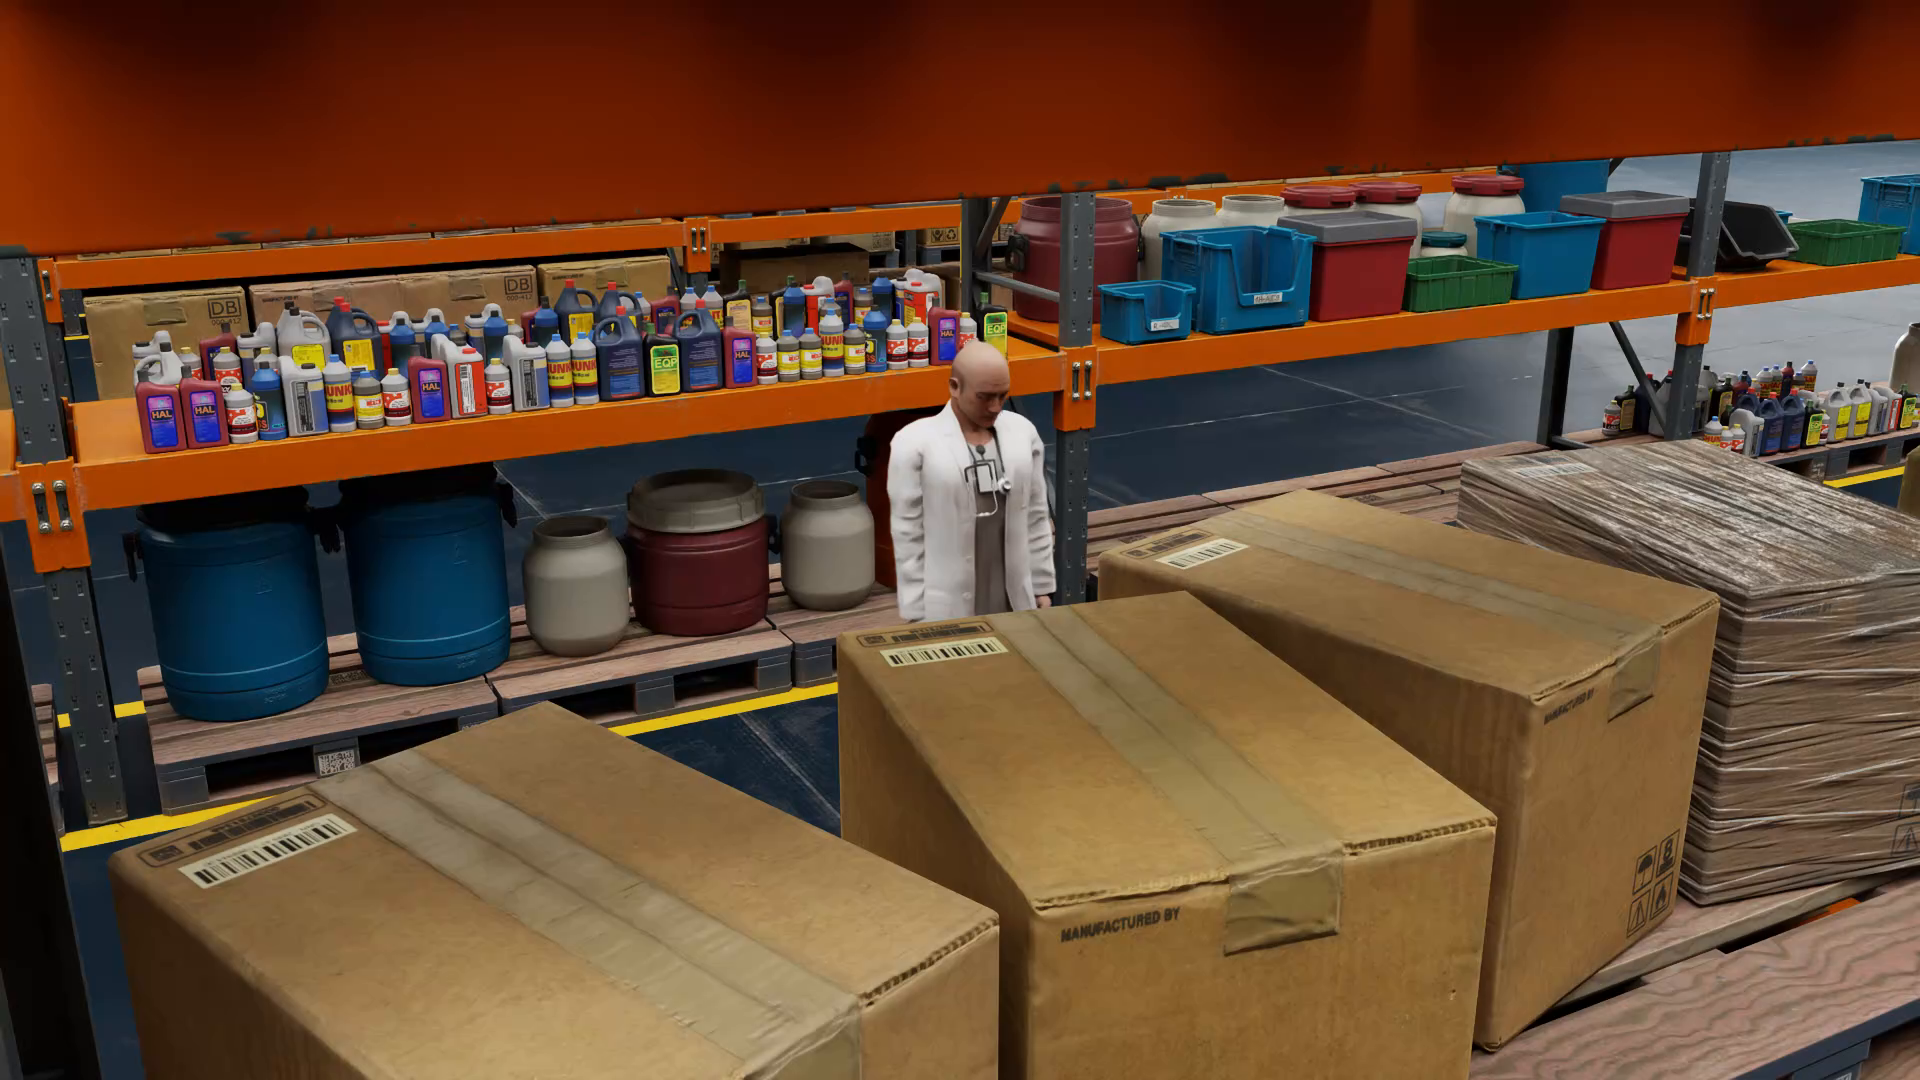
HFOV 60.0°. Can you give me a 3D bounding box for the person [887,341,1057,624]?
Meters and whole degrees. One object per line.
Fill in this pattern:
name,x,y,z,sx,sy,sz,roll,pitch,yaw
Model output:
person,0.060,0.230,5.403,0.564,1.770,0.377,-9,20,-26
